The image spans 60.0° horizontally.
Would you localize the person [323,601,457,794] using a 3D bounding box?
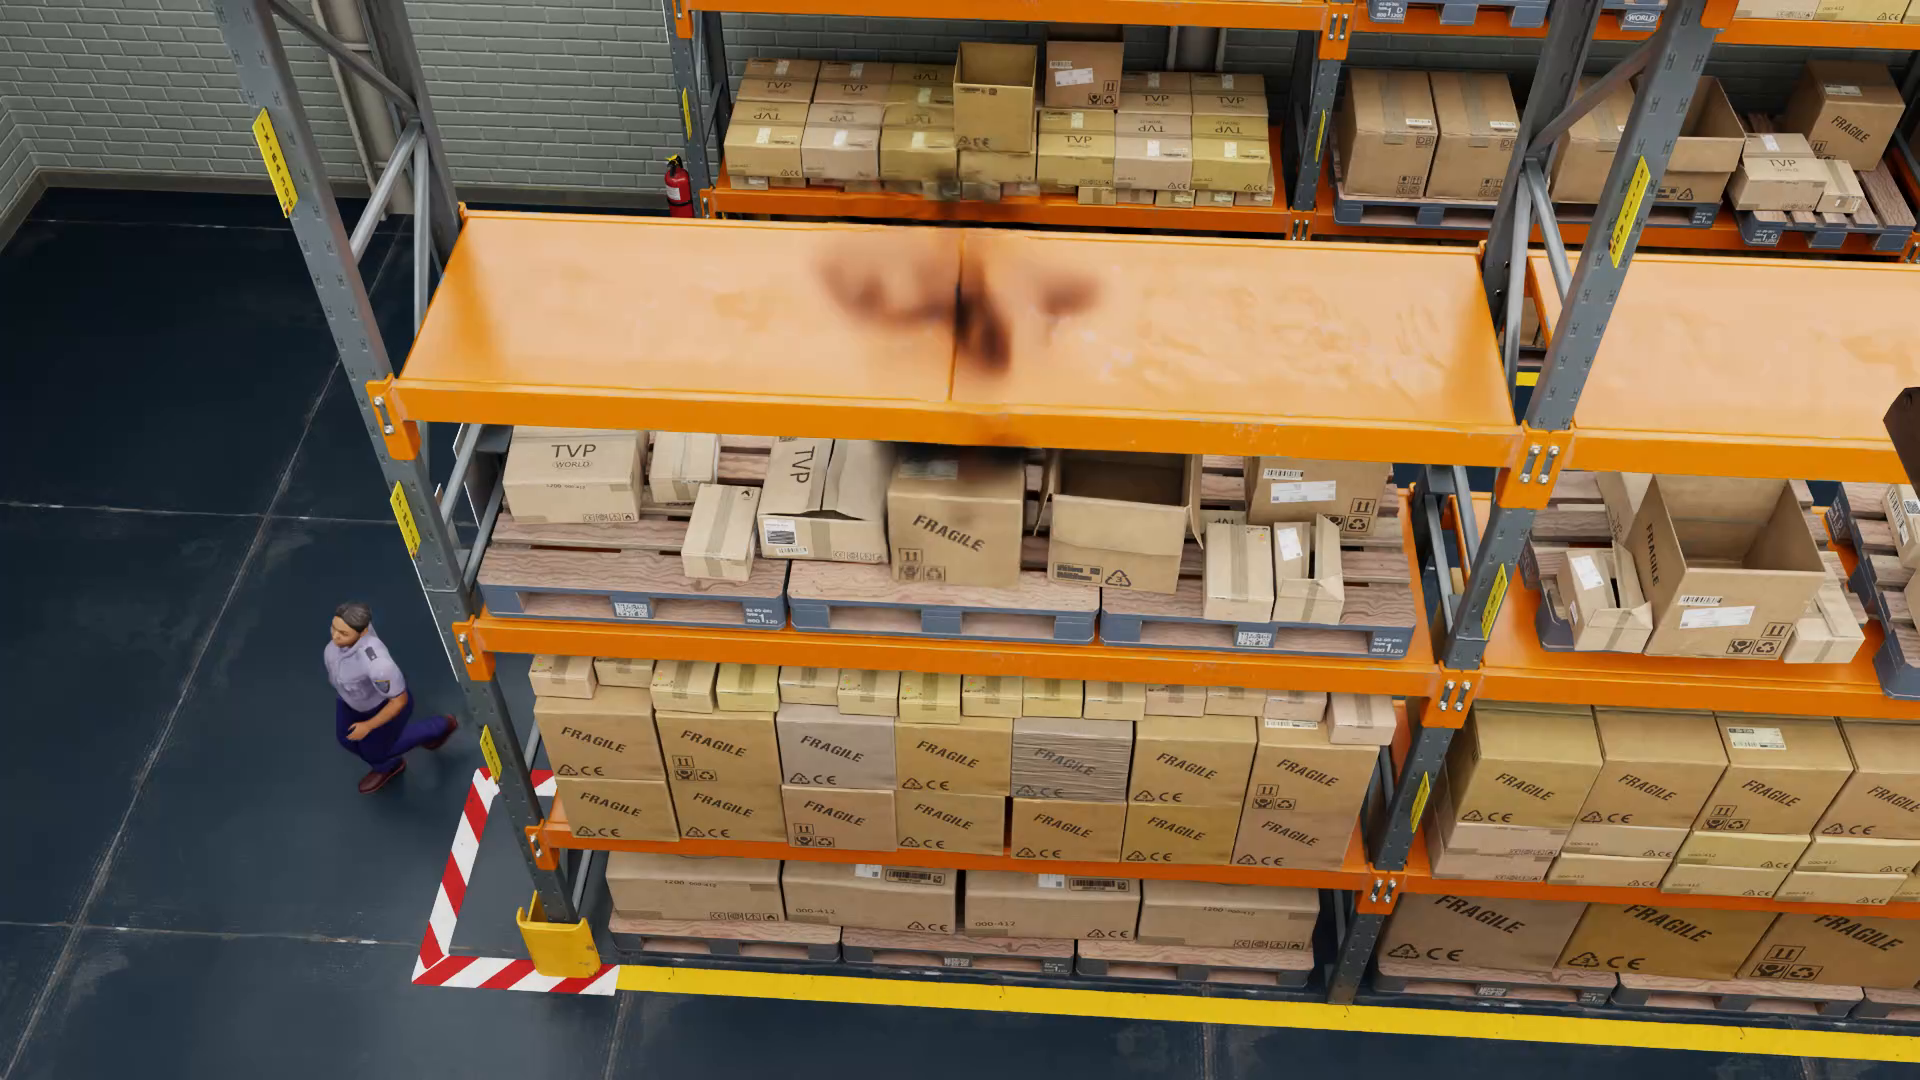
[{"bbox_3d":[-3.082,0.836,8.926,0.620,1.614,0.656,-33,56,-26],"label":"person"}]
